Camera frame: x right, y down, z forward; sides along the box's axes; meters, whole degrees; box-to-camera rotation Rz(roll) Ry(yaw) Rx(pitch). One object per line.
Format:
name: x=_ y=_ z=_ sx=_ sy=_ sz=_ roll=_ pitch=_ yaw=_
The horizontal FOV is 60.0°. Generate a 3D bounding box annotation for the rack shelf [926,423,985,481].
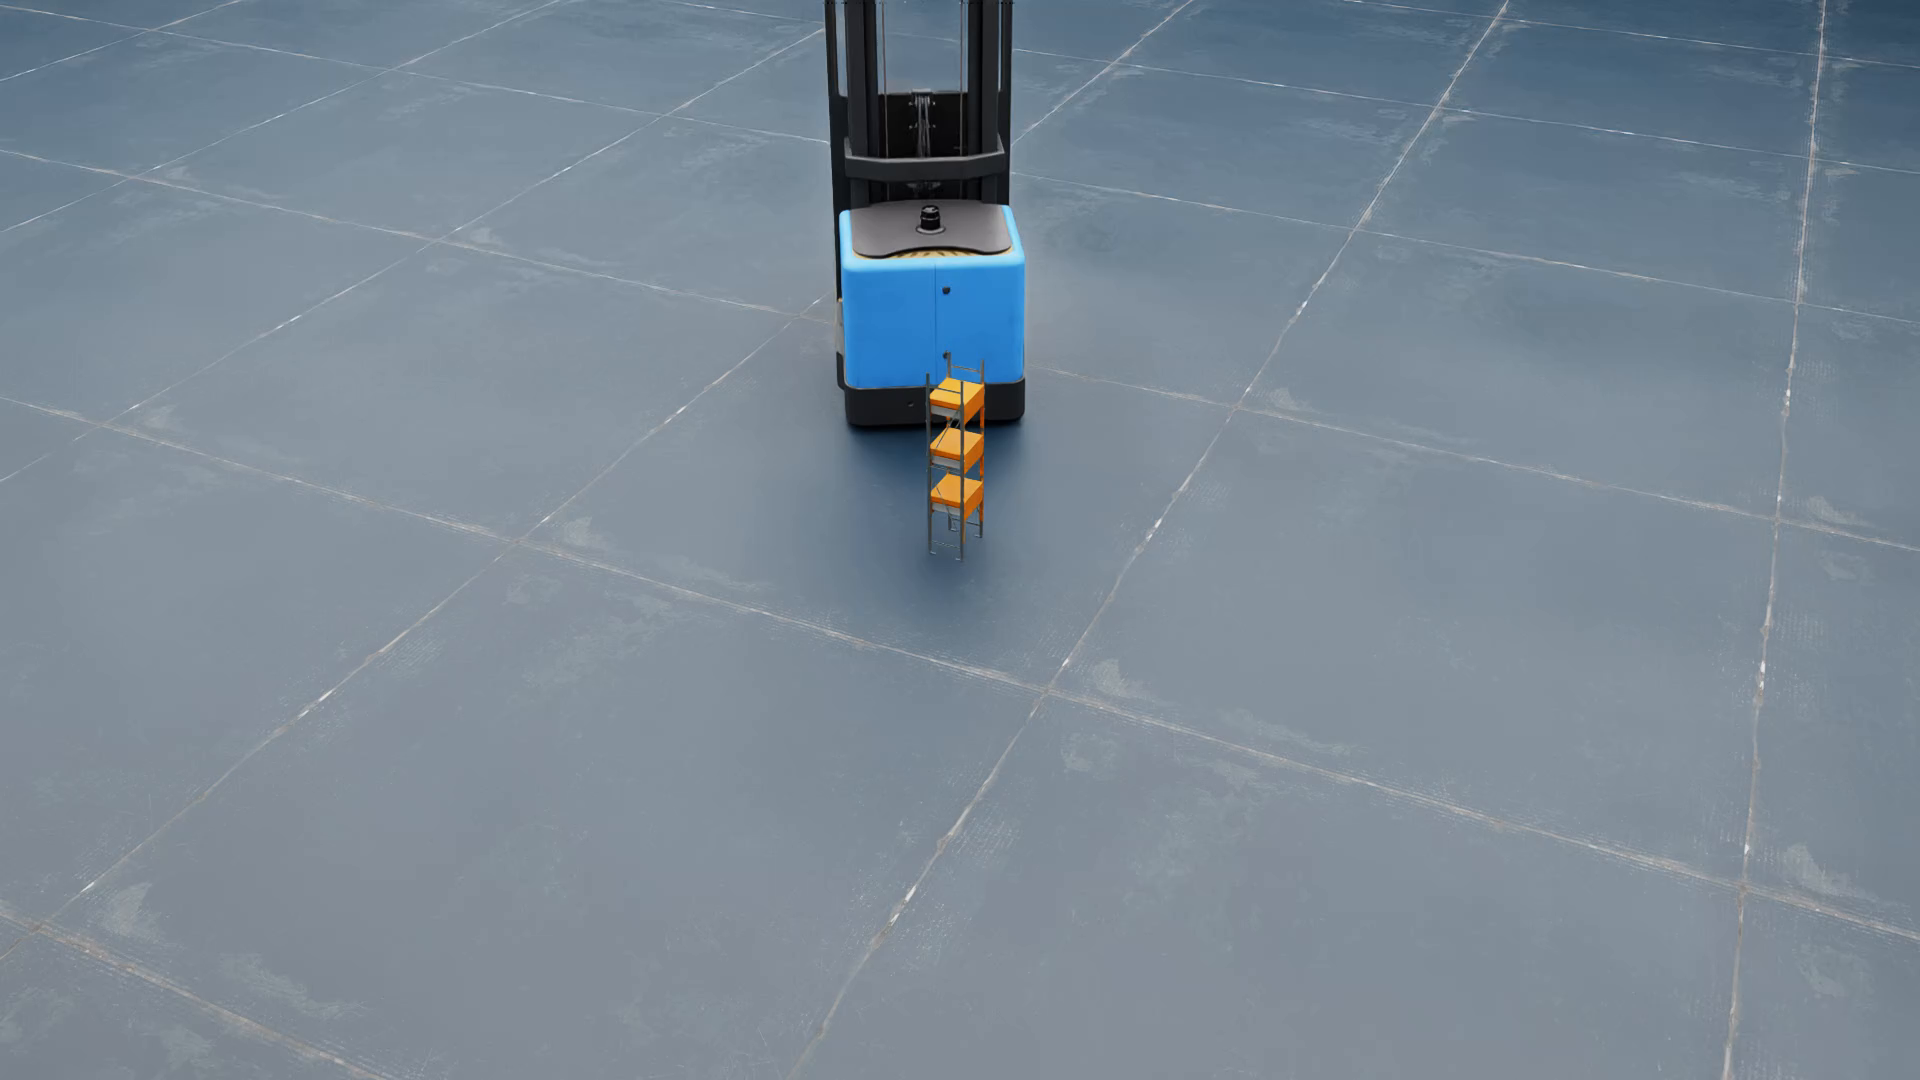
rack shelf: x=-0.022 y=-0.404 z=8.427 sx=0.215 sy=0.259 sz=0.240 roll=14 pitch=36 yaw=20

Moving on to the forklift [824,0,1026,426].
forklift: x=-0.261 y=-2.675 z=10.156 sx=1.130 sy=2.935 sz=3.031 roll=-3 pitch=33 yaw=-4

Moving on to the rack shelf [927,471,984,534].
rack shelf: x=-0.022 y=-0.171 z=8.580 sx=0.215 sy=0.259 sz=0.240 roll=14 pitch=36 yaw=20

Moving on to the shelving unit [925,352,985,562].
shelving unit: x=-0.022 y=-0.412 z=8.421 sx=0.215 sy=1.050 sz=0.252 roll=14 pitch=36 yaw=20

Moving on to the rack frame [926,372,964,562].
rack frame: x=-0.073 y=-0.352 z=8.329 sx=0.200 sy=1.050 sz=0.008 roll=14 pitch=36 yaw=20

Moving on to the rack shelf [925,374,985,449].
rack shelf: x=-0.022 y=-0.641 z=8.272 sx=0.215 sy=0.259 sz=0.240 roll=14 pitch=36 yaw=20

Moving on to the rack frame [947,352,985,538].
rack frame: x=0.029 y=-0.473 z=8.514 sx=0.200 sy=1.050 sz=0.008 roll=14 pitch=36 yaw=20
